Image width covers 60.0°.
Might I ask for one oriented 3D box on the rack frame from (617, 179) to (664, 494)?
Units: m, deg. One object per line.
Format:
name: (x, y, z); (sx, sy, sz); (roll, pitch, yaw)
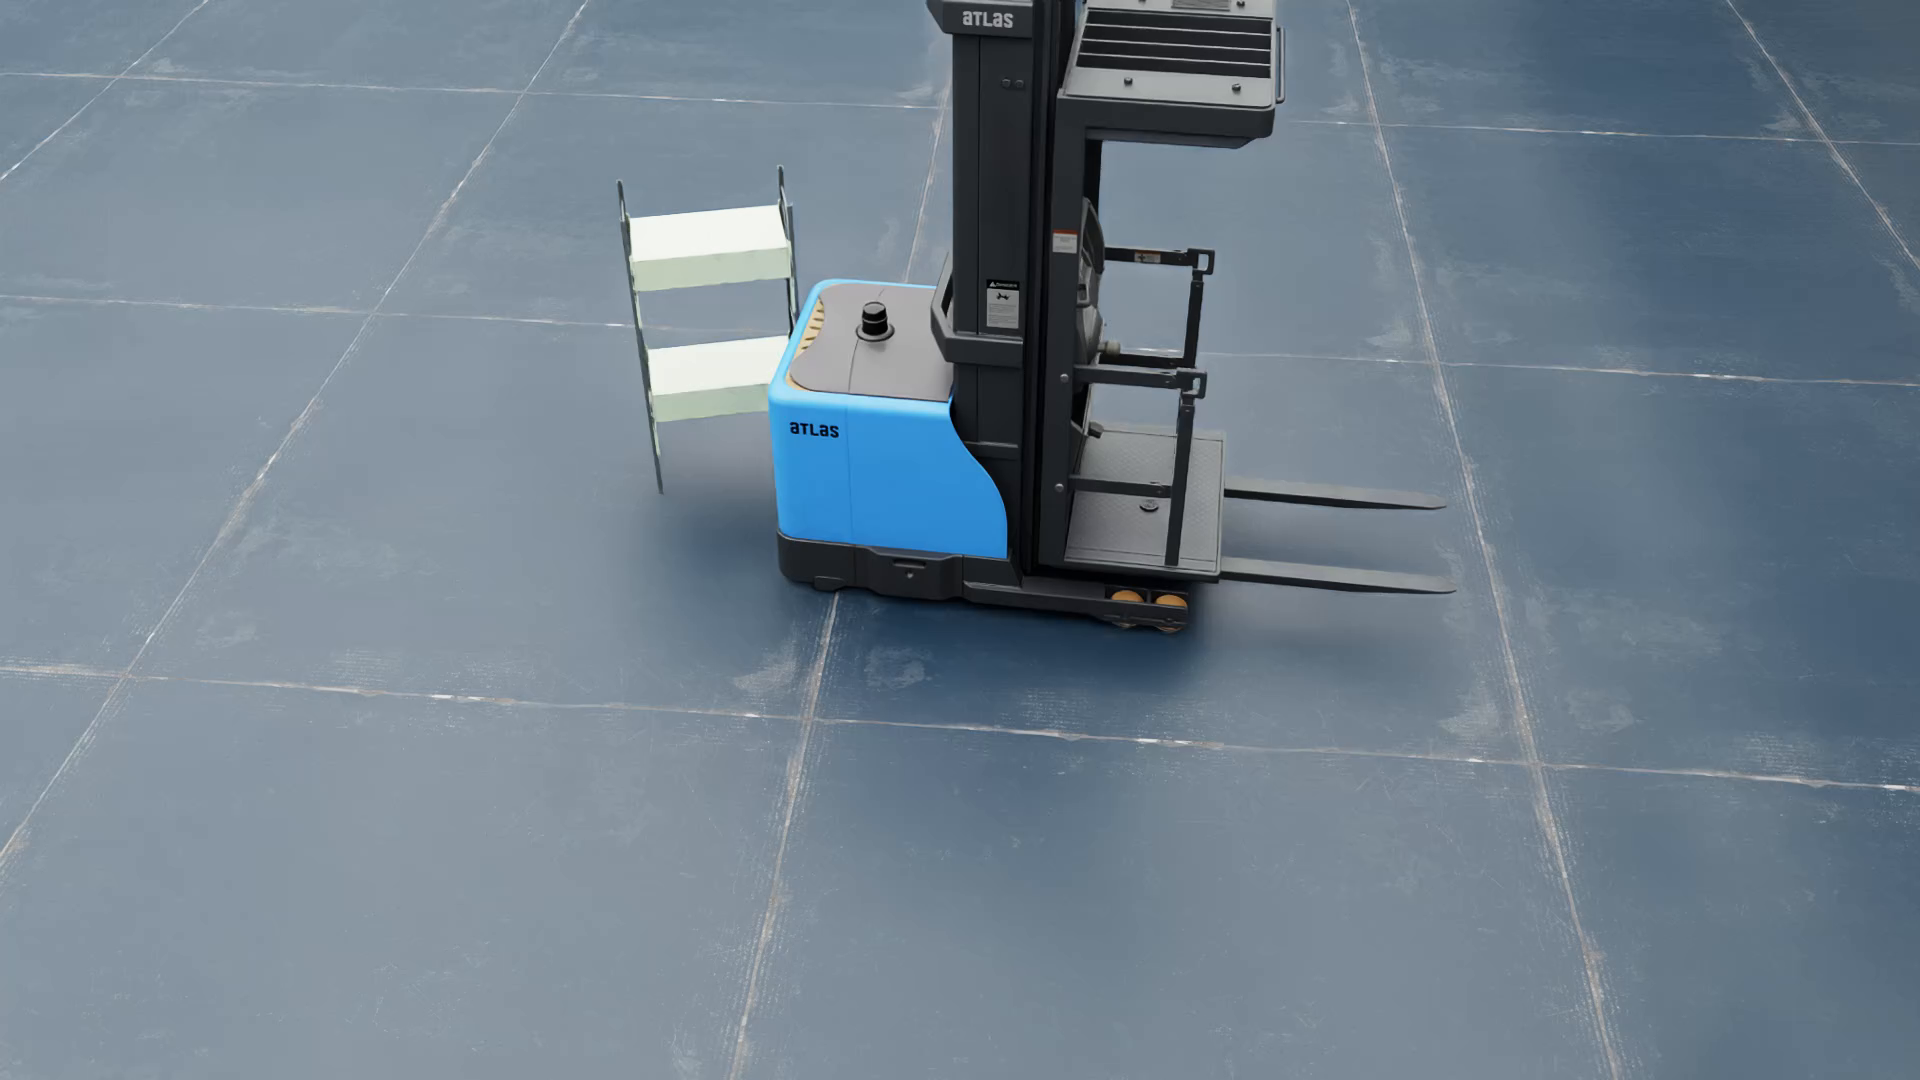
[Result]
rack frame: (-1.511, -0.932, 7.878); (0.023, 1.500, 0.400); (-7, 40, -9)

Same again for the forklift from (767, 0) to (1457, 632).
forklift: (0.730, -1.089, 6.936); (3.031, 2.935, 1.130); (5, 39, 7)

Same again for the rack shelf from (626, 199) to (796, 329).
rack shelf: (-1.152, -1.279, 7.686); (0.720, 0.370, 0.431); (-7, 40, -9)

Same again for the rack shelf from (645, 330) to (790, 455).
rack shelf: (-1.152, -0.724, 8.138); (0.720, 0.370, 0.431); (-7, 40, -9)

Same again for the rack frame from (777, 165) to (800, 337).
rack frame: (-0.793, -1.021, 7.987); (0.023, 1.500, 0.400); (-7, 40, -9)

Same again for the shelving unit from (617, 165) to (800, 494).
shelving unit: (-1.152, -0.977, 7.932); (0.755, 1.500, 0.431); (-7, 40, -9)
